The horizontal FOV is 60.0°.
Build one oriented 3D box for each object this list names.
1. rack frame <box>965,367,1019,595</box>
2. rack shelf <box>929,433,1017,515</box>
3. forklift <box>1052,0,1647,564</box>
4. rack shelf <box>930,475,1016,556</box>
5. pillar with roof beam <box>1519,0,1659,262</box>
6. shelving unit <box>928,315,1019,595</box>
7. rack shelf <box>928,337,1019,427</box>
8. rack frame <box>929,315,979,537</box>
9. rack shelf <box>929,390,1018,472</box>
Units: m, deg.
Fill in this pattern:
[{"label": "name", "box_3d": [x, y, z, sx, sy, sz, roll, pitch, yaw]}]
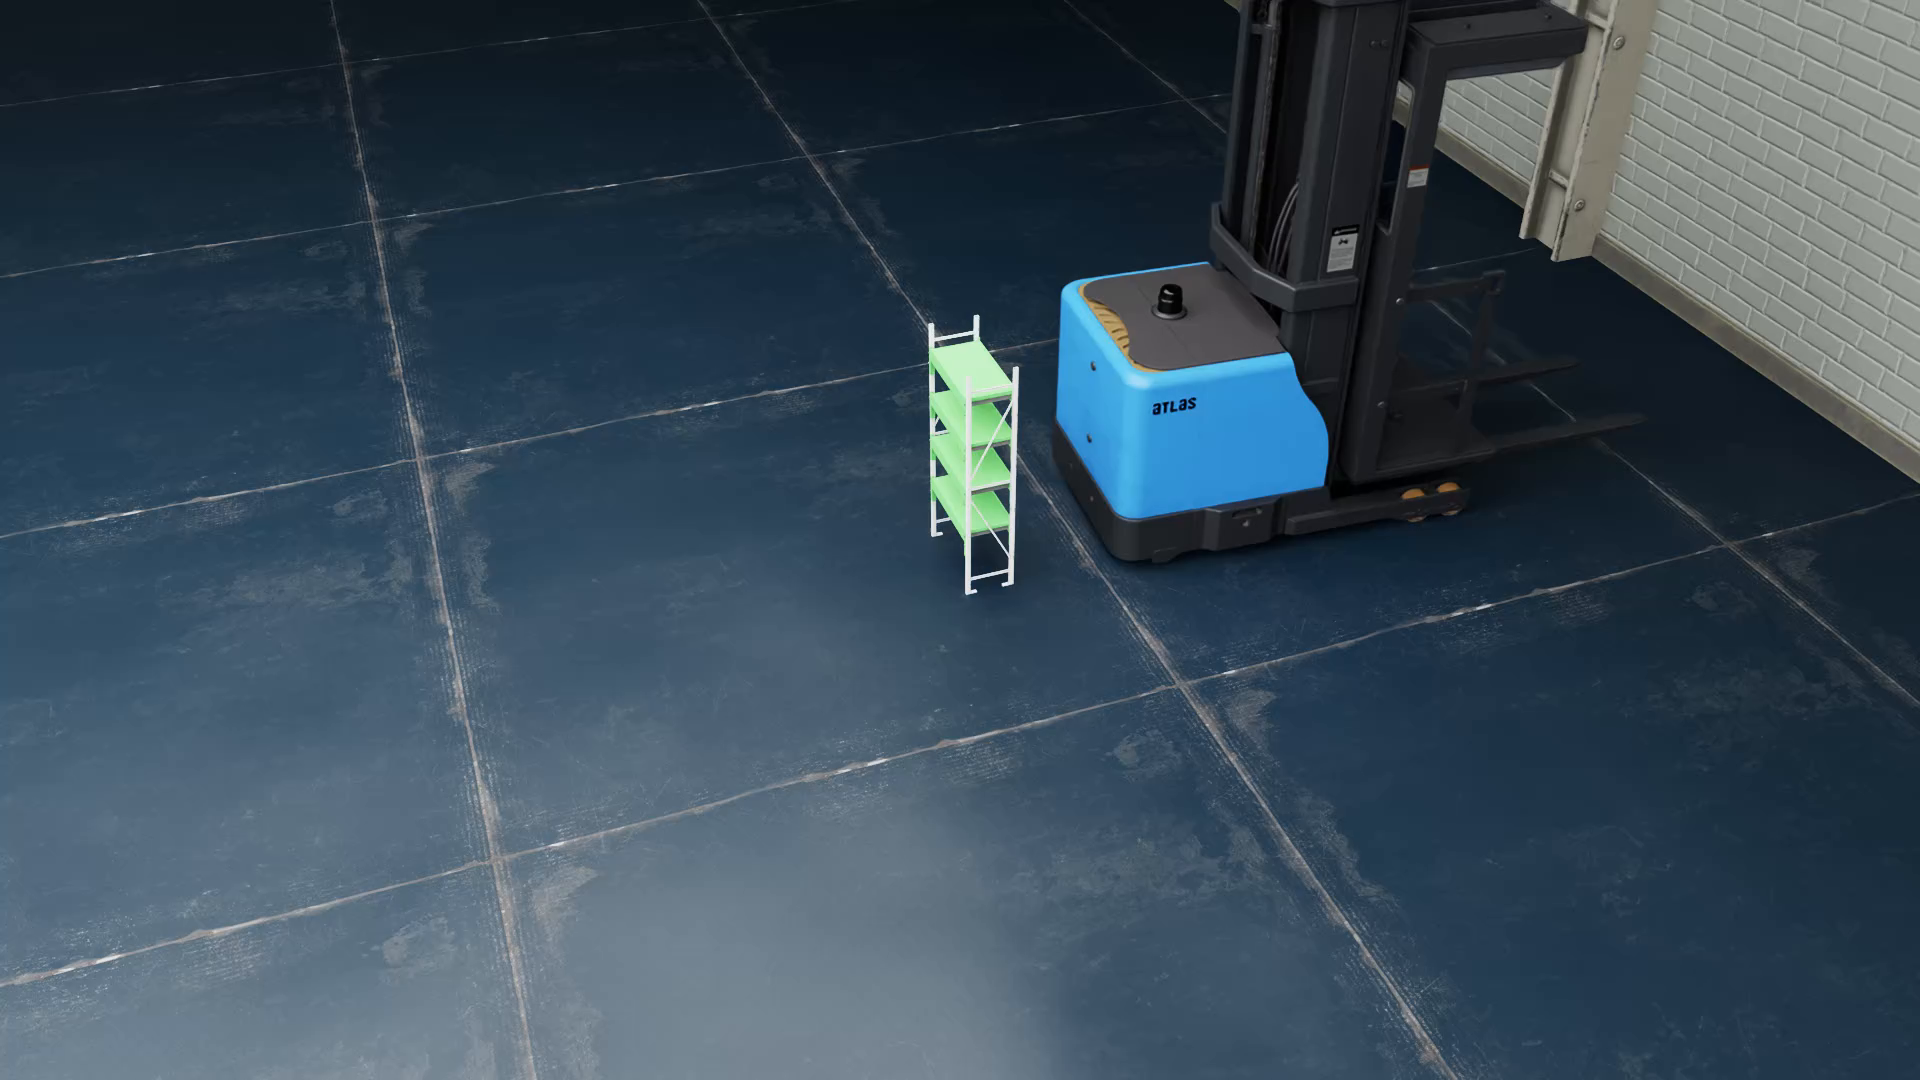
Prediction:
[{"label": "rack frame", "box_3d": [0.141, -0.248, 7.582, 0.240, 1.200, 0.015, -12, 39, -16]}, {"label": "rack shelf", "box_3d": [0.057, -0.335, 7.803, 0.258, 0.148, 0.480, -12, 39, -16]}, {"label": "forklift", "box_3d": [2.058, -1.556, 7.880, 3.031, 2.935, 1.130, -10, 38, -13]}, {"label": "rack shelf", "box_3d": [0.057, -0.143, 7.948, 0.258, 0.148, 0.480, -12, 39, -16]}, {"label": "pillar with roof beam", "box_3d": [-0.171, -4.618, 6.902, 9.100, 9.000, 0.400, -12, 39, -16]}, {"label": "shelving unit", "box_3d": [0.057, -0.386, 7.765, 0.258, 1.200, 0.503, -12, 39, -16]}, {"label": "rack shelf", "box_3d": [0.057, -0.718, 7.515, 0.258, 0.148, 0.480, -12, 39, -16]}, {"label": "rack frame", "box_3d": [-0.027, -0.524, 7.948, 0.240, 1.200, 0.015, -12, 39, -16]}, {"label": "rack shelf", "box_3d": [0.057, -0.526, 7.659, 0.258, 0.148, 0.480, -12, 39, -16]}]
